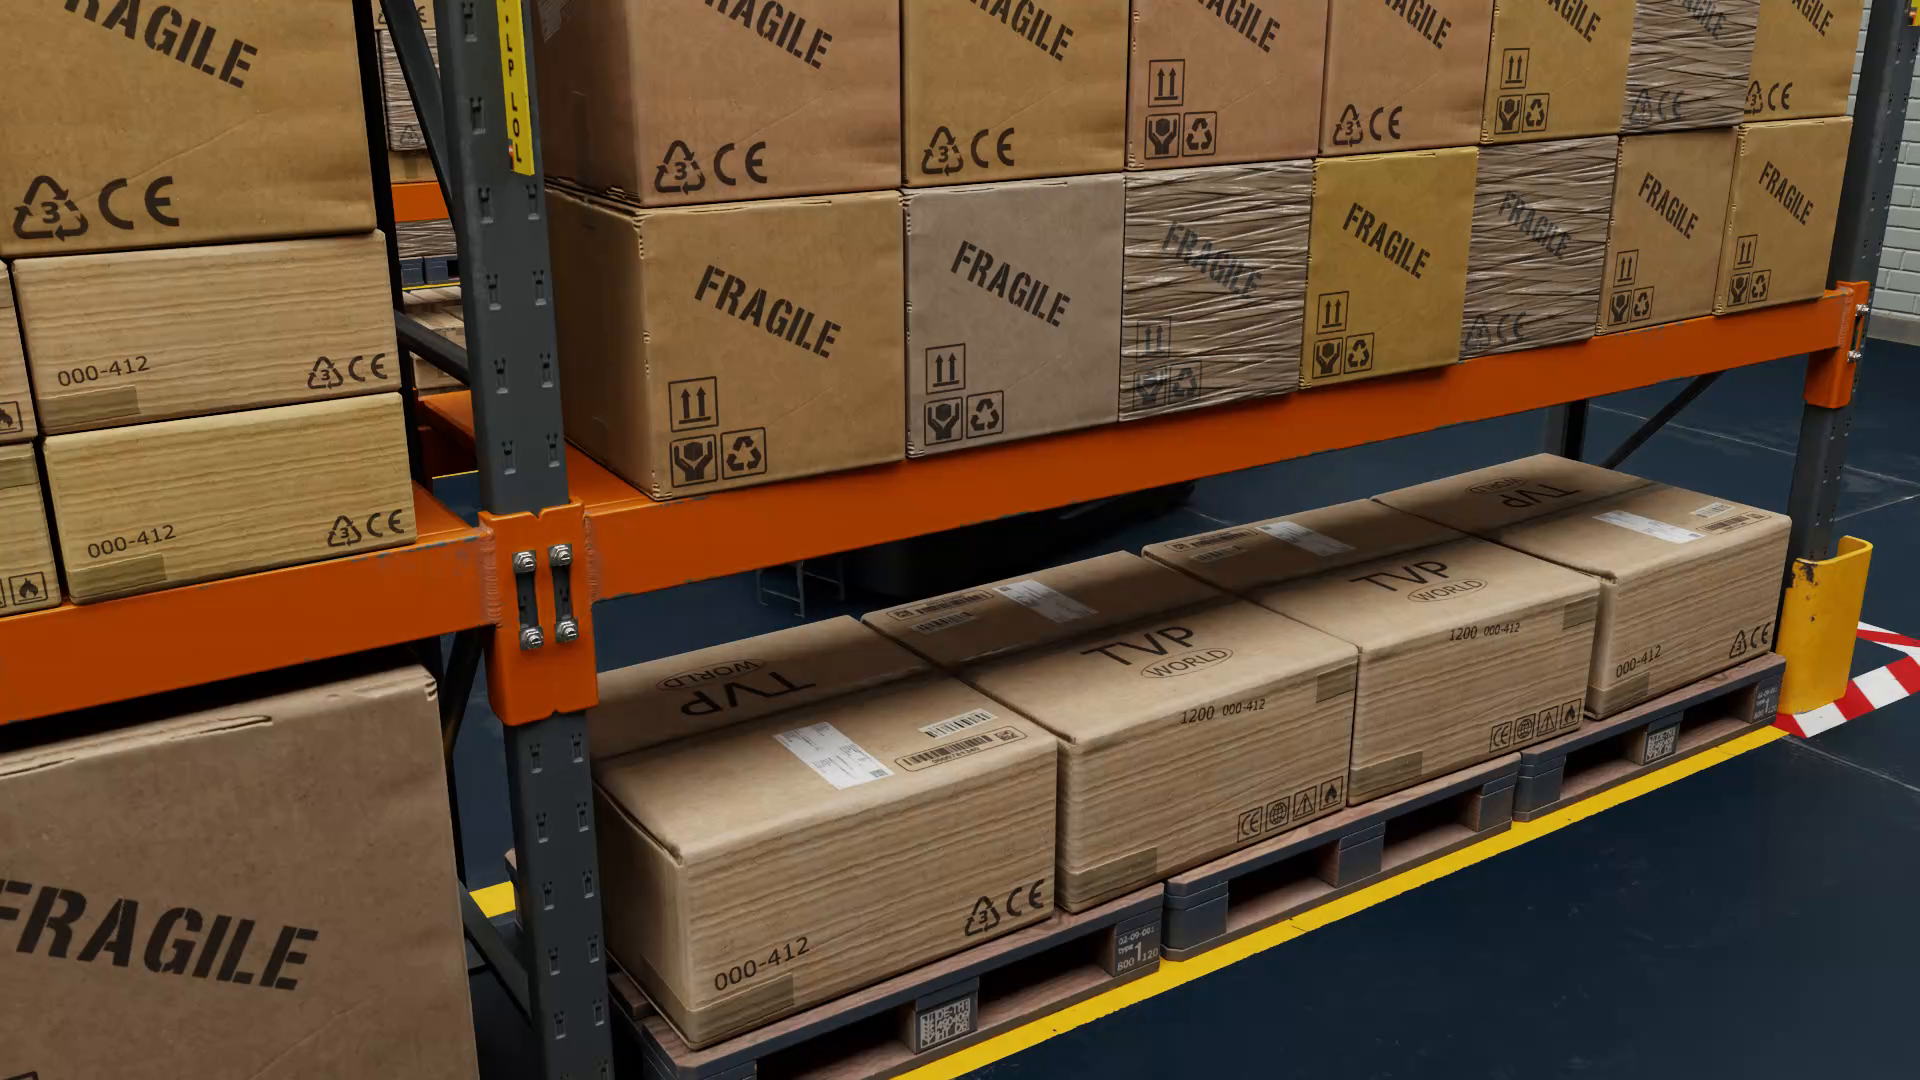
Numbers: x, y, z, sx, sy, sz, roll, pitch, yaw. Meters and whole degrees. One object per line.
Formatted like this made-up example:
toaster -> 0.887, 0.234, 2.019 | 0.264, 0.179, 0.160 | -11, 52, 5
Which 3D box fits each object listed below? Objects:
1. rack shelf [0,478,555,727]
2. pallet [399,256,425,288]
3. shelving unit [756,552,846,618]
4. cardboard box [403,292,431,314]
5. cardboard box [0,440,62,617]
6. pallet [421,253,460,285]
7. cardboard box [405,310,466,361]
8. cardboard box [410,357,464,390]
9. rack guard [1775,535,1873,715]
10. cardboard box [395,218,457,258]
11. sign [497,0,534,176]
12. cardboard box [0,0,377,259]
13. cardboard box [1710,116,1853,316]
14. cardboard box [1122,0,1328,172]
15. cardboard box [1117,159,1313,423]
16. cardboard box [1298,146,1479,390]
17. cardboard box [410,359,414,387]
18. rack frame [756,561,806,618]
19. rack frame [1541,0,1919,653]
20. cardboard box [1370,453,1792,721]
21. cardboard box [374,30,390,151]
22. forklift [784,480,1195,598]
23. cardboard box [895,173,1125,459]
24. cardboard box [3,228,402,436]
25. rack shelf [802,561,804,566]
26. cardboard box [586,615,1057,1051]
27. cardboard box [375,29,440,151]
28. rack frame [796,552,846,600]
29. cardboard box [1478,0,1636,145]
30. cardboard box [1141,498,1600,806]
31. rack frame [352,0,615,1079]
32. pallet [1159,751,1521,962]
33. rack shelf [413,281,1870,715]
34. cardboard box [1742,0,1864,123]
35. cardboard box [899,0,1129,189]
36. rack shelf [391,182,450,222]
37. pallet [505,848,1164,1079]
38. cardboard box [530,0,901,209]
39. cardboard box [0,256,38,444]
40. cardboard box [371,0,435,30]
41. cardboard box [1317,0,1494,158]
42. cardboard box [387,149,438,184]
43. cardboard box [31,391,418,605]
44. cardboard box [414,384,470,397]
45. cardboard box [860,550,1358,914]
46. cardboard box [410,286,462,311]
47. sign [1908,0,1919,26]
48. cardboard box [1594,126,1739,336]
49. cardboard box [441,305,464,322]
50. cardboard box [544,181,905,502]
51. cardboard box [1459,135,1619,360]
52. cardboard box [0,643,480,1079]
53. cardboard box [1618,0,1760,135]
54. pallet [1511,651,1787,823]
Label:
rack shelf -> -2.649, 0.344, 2.168 | 4.000, 0.370, 1.077 | -12, 22, -31
pallet -> -4.731, -2.008, 12.356 | 1.213, 0.211, 1.003 | -12, 22, -31
shelving unit -> -0.590, -0.196, 5.905 | 0.258, 0.900, 0.210 | 15, 27, 37
cardboard box -> -2.801, -1.117, 8.231 | 0.250, 0.149, 0.380 | -13, 23, -34
cardboard box -> -1.640, -0.042, 2.421 | 0.500, 0.250, 0.500 | -12, 22, -32
pallet -> -3.713, -2.222, 12.987 | 1.213, 0.211, 1.003 | -12, 22, -31
cardboard box -> -2.474, -0.957, 7.757 | 0.250, 0.149, 0.380 | -11, 22, -30
cardboard box -> -2.491, -0.833, 7.857 | 0.250, 0.149, 0.380 | -11, 21, -29
rack guard -> 2.382, 0.126, 5.592 | 0.348, 0.500, 1.175 | -12, 22, -31
cardboard box -> -4.339, -2.603, 12.422 | 0.875, 0.875, 0.875 | -12, 22, -31
sign -> -0.672, -0.717, 2.498 | 0.005, 0.325, 0.100 | -12, 22, -31
cardboard box -> -1.213, -0.725, 2.487 | 0.500, 0.500, 0.500 | -11, 22, -30
cardboard box -> 2.105, -0.946, 4.702 | 0.500, 0.500, 0.500 | -12, 22, -31
cardboard box -> 0.412, -1.064, 3.491 | 0.500, 0.500, 0.500 | -11, 22, -30
cardboard box -> 0.399, -0.583, 3.629 | 0.500, 0.500, 0.500 | -12, 22, -31
cardboard box -> 0.829, -0.674, 3.897 | 0.500, 0.500, 0.500 | -11, 22, -30
cardboard box -> -2.734, -0.791, 7.732 | 0.250, 0.149, 0.380 | -13, 23, -34
rack frame -> -0.655, -0.167, 5.833 | 0.240, 0.900, 0.006 | 15, 27, 37
rack frame -> 2.362, -1.054, 5.179 | 0.127, 3.000, 1.000 | -12, 22, -31
cardboard box -> 1.866, 0.104, 5.099 | 0.875, 0.438, 0.875 | -13, 23, -33
cardboard box -> -2.824, -1.953, 7.217 | 0.500, 0.500, 0.500 | -12, 22, -31
forklift -> 0.368, -1.585, 6.857 | 1.130, 2.935, 3.031 | 14, 23, 36
cardboard box -> -0.020, -0.497, 3.375 | 0.500, 0.500, 0.500 | -12, 22, -31
cardboard box -> -1.213, -0.372, 2.617 | 0.500, 0.250, 0.500 | -12, 22, -31
rack shelf -> -0.583, 0.003, 5.981 | 0.258, 0.077, 0.200 | 15, 27, 37
cardboard box -> -0.395, 0.584, 3.680 | 0.875, 0.438, 0.875 | -12, 22, -32
cardboard box -> -2.383, -2.032, 7.451 | 0.500, 0.500, 0.500 | -12, 22, -33
rack frame -> -0.525, -0.226, 5.978 | 0.240, 0.900, 0.006 | 15, 27, 37
cardboard box -> 1.255, -1.240, 4.012 | 0.500, 0.500, 0.500 | -12, 22, -32
cardboard box -> 1.106, 0.267, 4.615 | 0.875, 0.438, 0.875 | -11, 22, -30
rack frame -> -0.978, -0.349, 3.095 | 0.127, 3.000, 1.000 | -12, 22, -31
pallet -> 0.720, 0.642, 4.515 | 1.213, 0.211, 1.003 | -12, 22, -31
rack shelf -> 0.692, -0.361, 4.252 | 4.000, 0.370, 1.077 | -12, 22, -31
cardboard box -> 2.091, -1.426, 4.563 | 0.500, 0.500, 0.500 | -11, 22, -30
cardboard box -> -0.022, -0.977, 3.233 | 0.500, 0.500, 0.500 | -12, 22, -32
rack shelf -> -2.115, -1.667, 8.116 | 4.000, 0.370, 1.077 | -12, 22, -31
pallet -> -0.300, 0.859, 3.876 | 1.213, 0.211, 1.003 | -12, 22, -31
cardboard box -> -0.448, -0.890, 2.975 | 0.500, 0.500, 0.500 | -12, 22, -31
cardboard box -> -1.626, -0.282, 2.350 | 0.500, 0.250, 0.500 | -11, 22, -30
cardboard box -> -2.412, -2.508, 7.297 | 0.500, 0.500, 0.500 | -11, 22, -31
cardboard box -> 0.834, -1.152, 3.752 | 0.500, 0.500, 0.500 | -12, 22, -32
cardboard box -> -2.523, -1.699, 7.478 | 0.250, 0.149, 0.380 | -11, 22, -30
cardboard box -> -1.214, -0.132, 2.686 | 0.500, 0.250, 0.500 | -13, 22, -33
cardboard box -> -2.513, -0.702, 7.932 | 0.250, 0.149, 0.380 | -13, 23, -34
cardboard box -> 0.352, 0.426, 4.147 | 0.875, 0.438, 0.875 | -13, 22, -33
cardboard box -> -2.582, -1.168, 8.381 | 0.250, 0.149, 0.380 | -13, 23, -33
sign -> 2.649, -1.567, 4.519 | 0.005, 0.325, 0.100 | -12, 22, -31
cardboard box -> 1.678, -0.861, 4.452 | 0.500, 0.500, 0.500 | -12, 22, -33
cardboard box -> -2.292, -1.027, 7.965 | 0.250, 0.149, 0.380 | -13, 23, -34
cardboard box -> -0.442, -0.409, 3.116 | 0.500, 0.500, 0.500 | -11, 22, -30
cardboard box -> 1.253, -0.768, 4.177 | 0.500, 0.500, 0.500 | -11, 22, -30
cardboard box -> -1.452, 0.589, 2.981 | 0.875, 0.875, 0.875 | -11, 22, -30
cardboard box -> 1.670, -1.326, 4.267 | 0.500, 0.500, 0.500 | -12, 22, -31
pallet -> 1.738, 0.429, 5.147 | 1.213, 0.211, 1.003 | -12, 22, -31
